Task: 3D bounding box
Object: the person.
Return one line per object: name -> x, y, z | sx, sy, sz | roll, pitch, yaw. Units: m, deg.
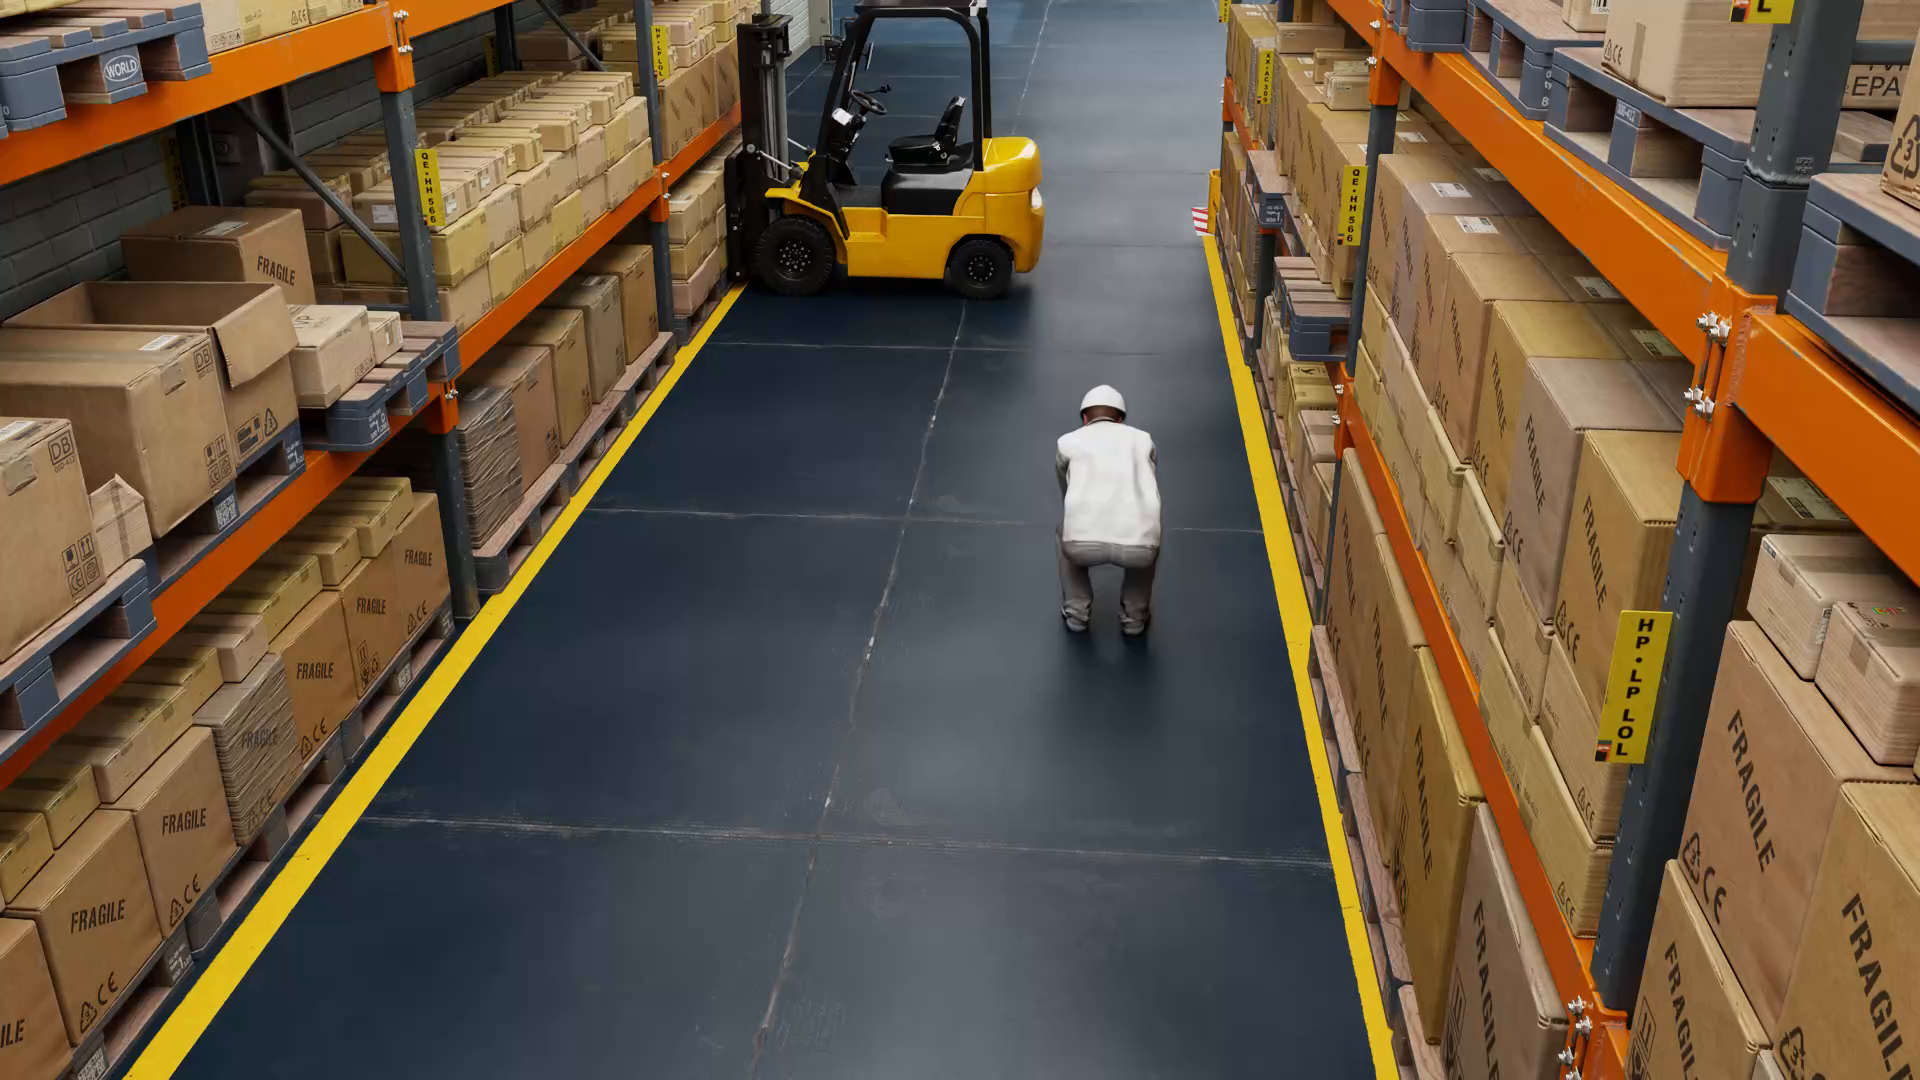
person -> 0.693, -0.126, 7.797 | 0.514, 1.005, 0.900 | 2, 24, 5
